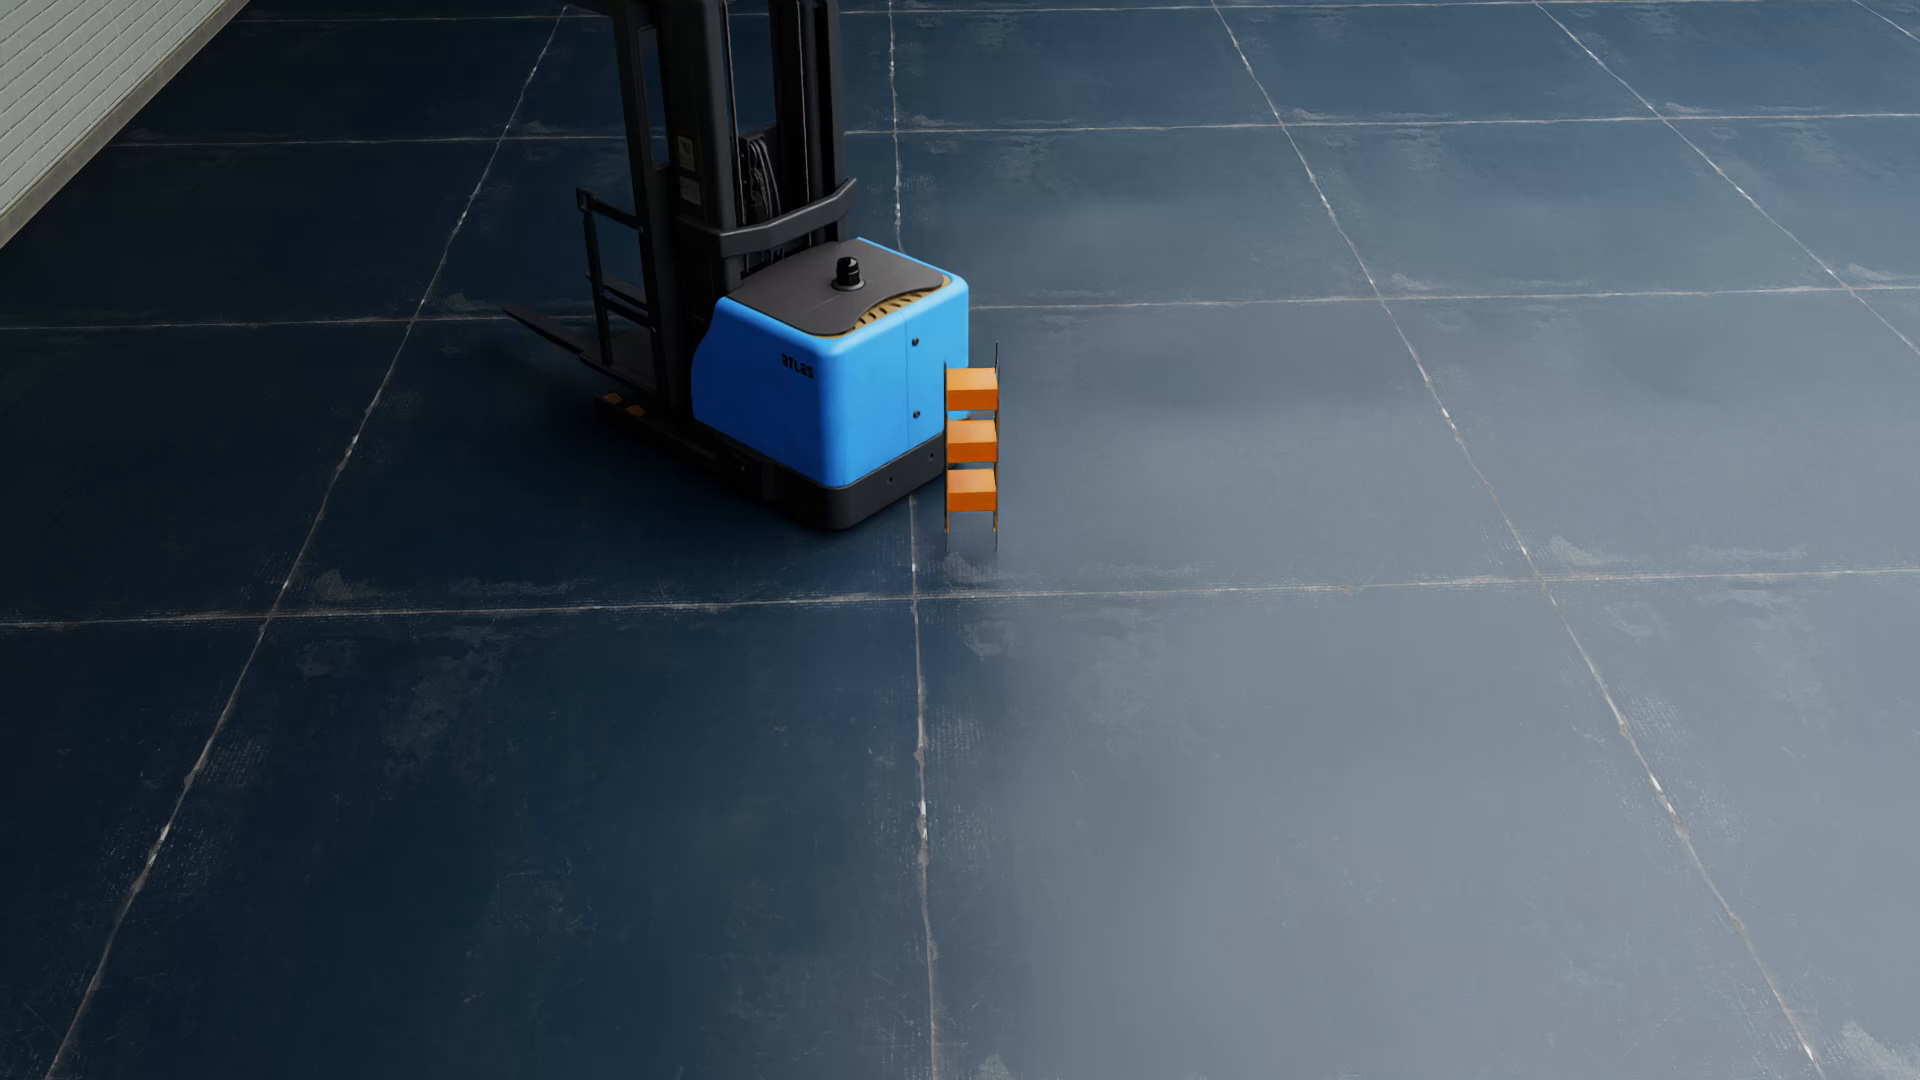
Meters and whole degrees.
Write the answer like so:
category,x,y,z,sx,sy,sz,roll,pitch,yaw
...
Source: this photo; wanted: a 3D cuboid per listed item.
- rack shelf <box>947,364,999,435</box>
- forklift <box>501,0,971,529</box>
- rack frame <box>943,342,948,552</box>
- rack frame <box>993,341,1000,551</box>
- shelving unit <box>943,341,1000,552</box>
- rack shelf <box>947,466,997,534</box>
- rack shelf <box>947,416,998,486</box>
category,x,y,z,sx,sy,sz,roll,pitch,yaw
rack shelf,0.053,-0.658,7.798,0.240,0.259,0.215,-2,35,-2
forklift,-1.374,-1.971,8.522,3.031,2.935,1.130,27,43,33
rack frame,-0.068,-0.430,7.949,0.008,1.050,0.200,-2,35,-2
rack frame,0.175,-0.436,7.958,0.008,1.050,0.200,-2,35,-2
shelving unit,0.053,-0.433,7.953,0.252,1.050,0.215,-2,35,-2
rack shelf,0.053,-0.196,8.118,0.240,0.259,0.215,-2,35,-2
rack shelf,0.053,-0.424,7.959,0.240,0.259,0.215,-2,35,-2
